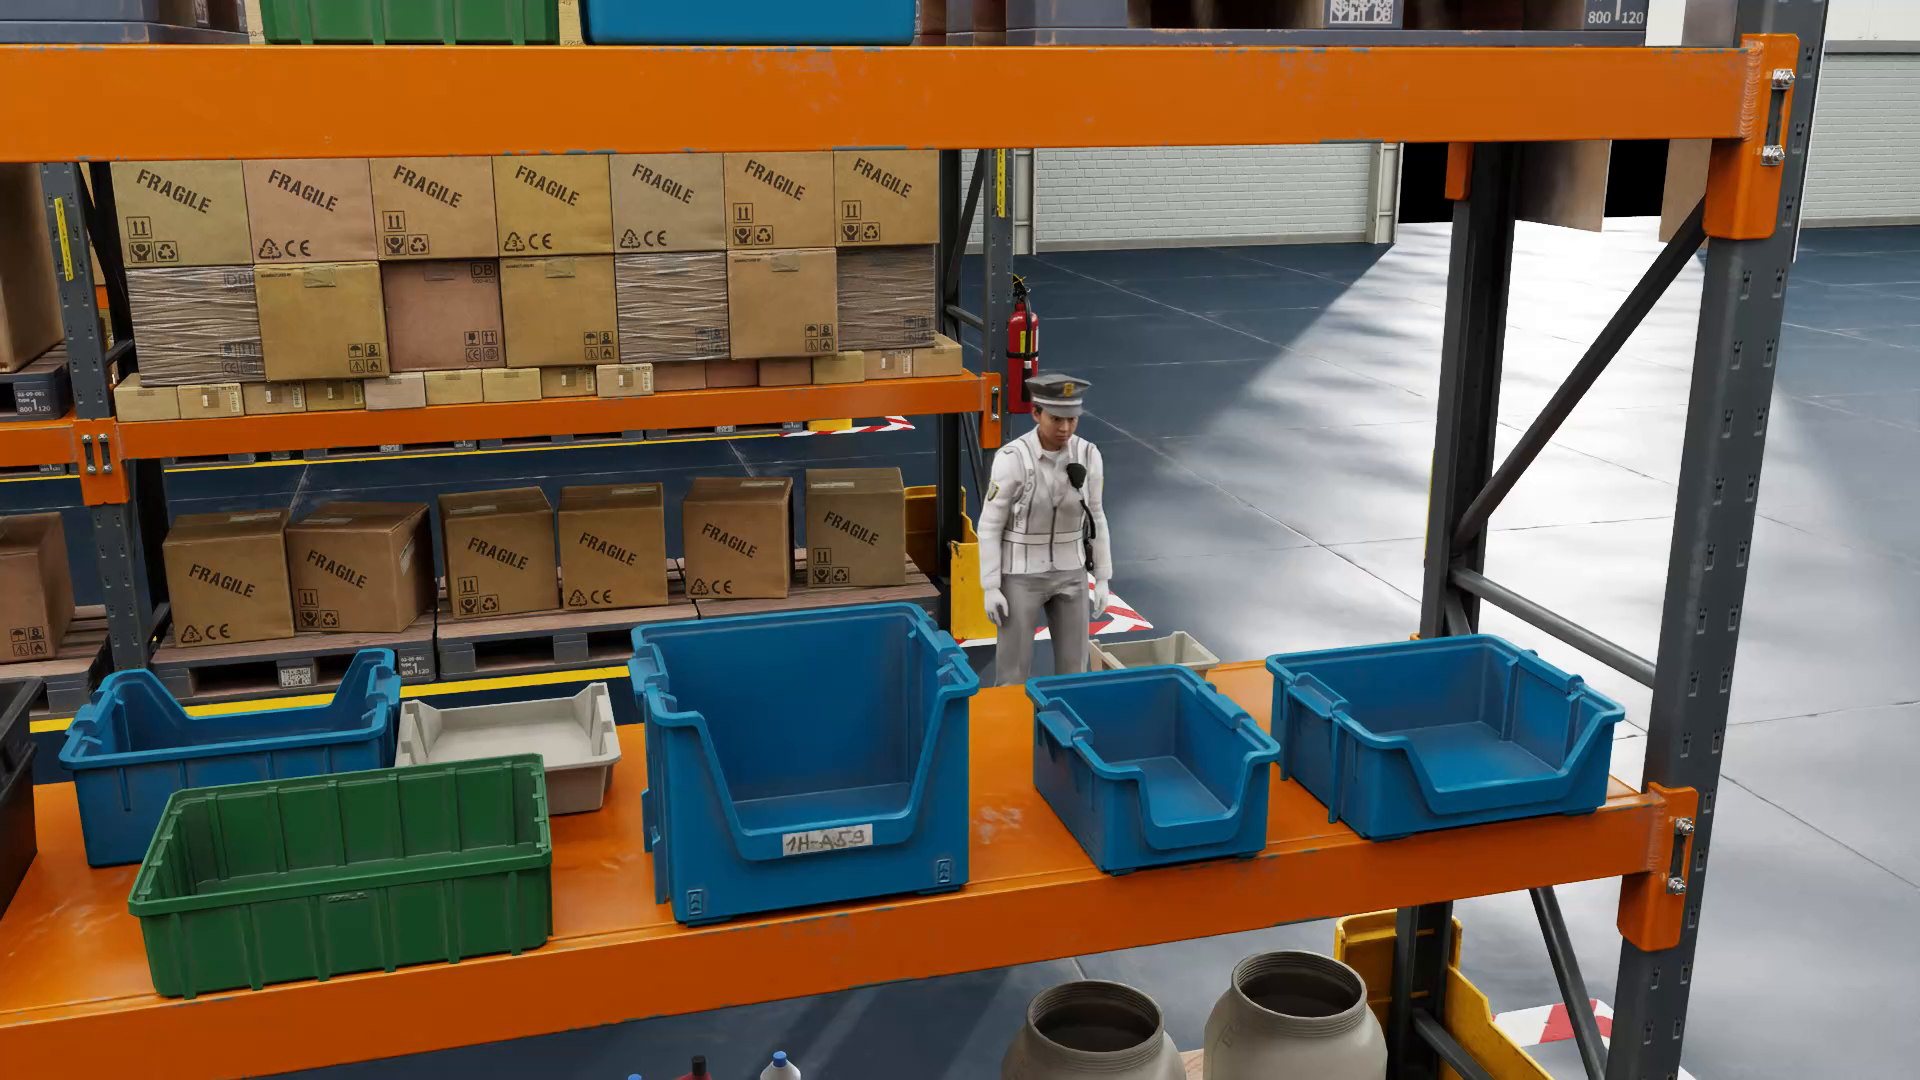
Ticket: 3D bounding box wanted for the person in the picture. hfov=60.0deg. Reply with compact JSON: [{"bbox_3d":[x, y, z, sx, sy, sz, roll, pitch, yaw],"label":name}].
[{"bbox_3d":[0.334,0.179,6.406,0.530,1.664,0.403,-4,17,-15],"label":"person"}]
